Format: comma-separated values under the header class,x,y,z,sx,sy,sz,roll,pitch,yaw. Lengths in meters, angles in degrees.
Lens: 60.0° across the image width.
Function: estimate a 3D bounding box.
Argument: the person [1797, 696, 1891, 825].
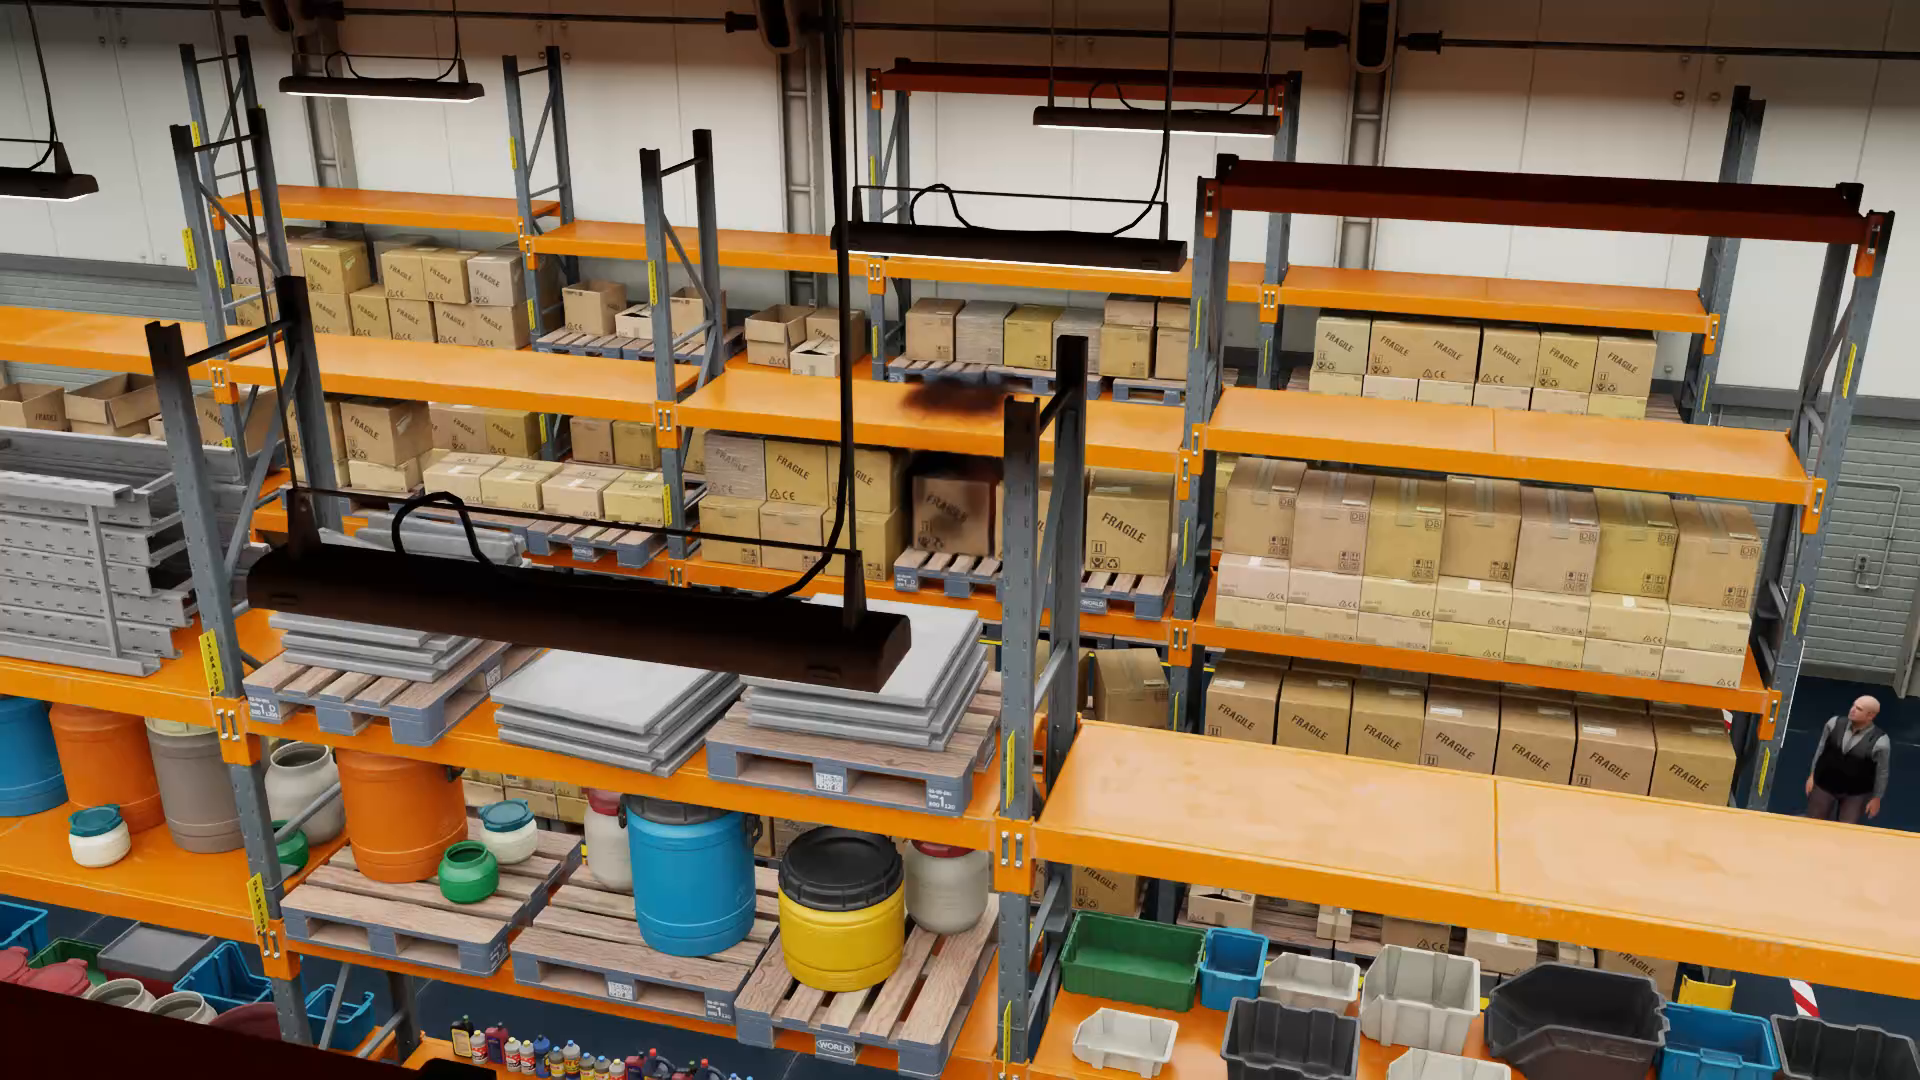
class,x,y,z,sx,sy,sz,roll,pitch,yaw
person,7.277,2.009,13.698,0.545,1.692,0.661,6,23,15
